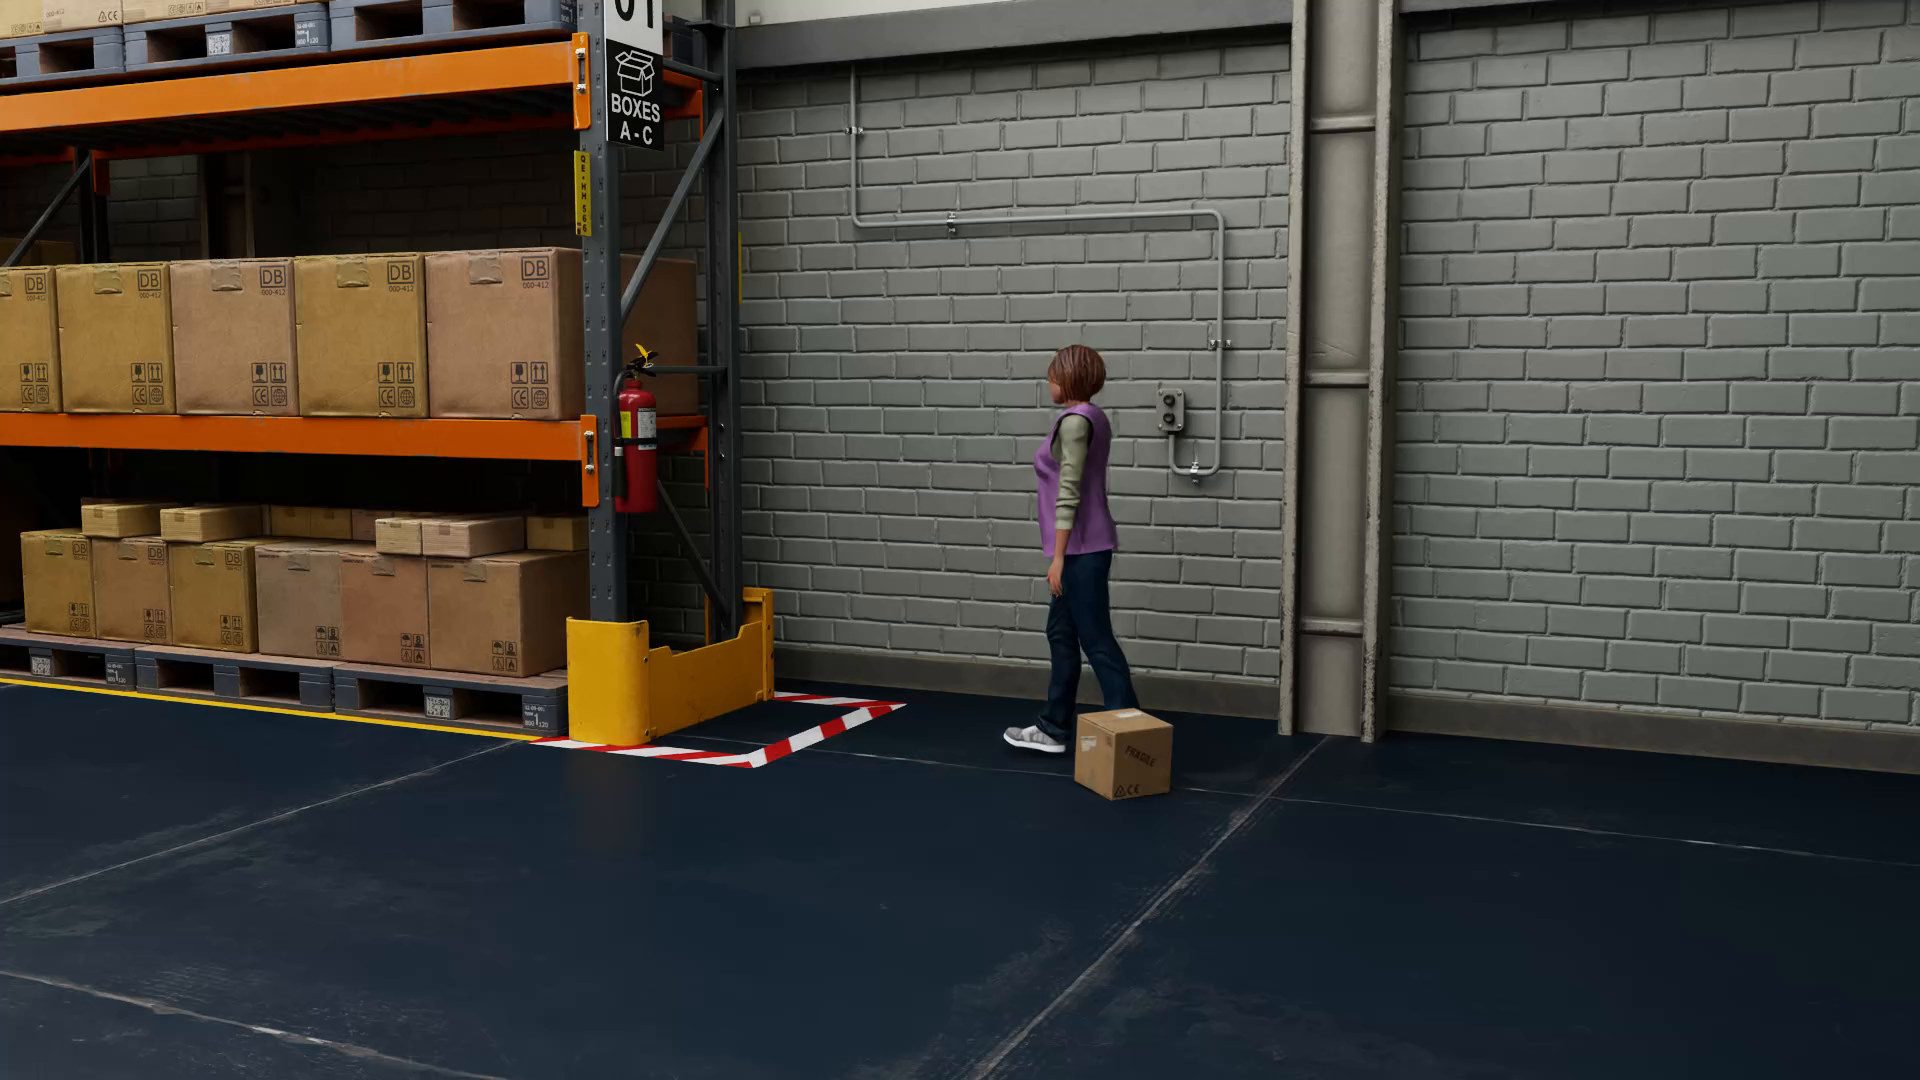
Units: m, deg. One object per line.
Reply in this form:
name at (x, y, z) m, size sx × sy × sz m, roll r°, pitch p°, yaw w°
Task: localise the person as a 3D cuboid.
person at (0.433, 0.068, 6.354) m, size 0.581 × 1.542 × 0.607 m, roll 1°, pitch 6°, yaw 11°
